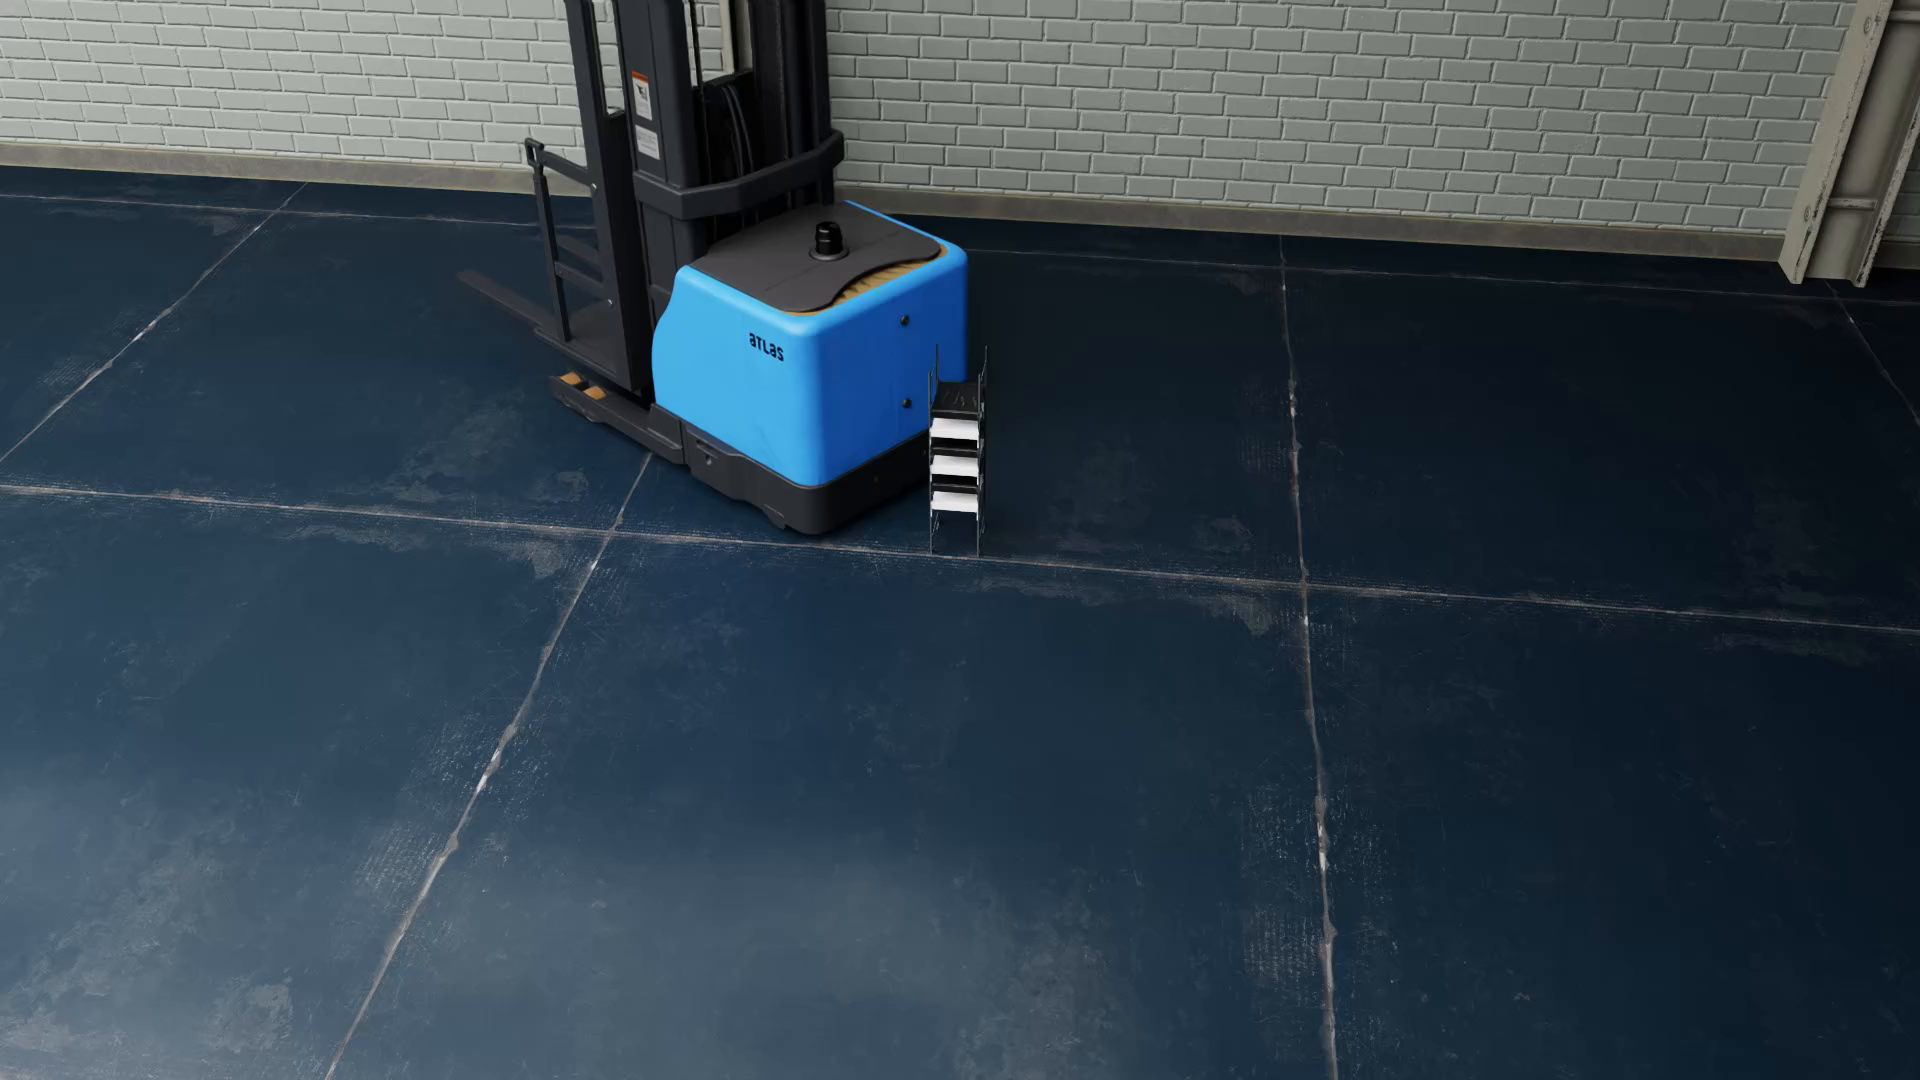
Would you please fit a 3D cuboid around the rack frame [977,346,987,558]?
[{"bbox_3d":[0.093,-0.359,6.979,0.006,0.900,0.240,4,36,6],"label":"rack frame"}]

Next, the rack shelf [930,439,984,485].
[{"bbox_3d":[-0.008,-0.340,7.009,0.200,0.077,0.258,4,36,6],"label":"rack shelf"}]

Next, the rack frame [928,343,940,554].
[{"bbox_3d":[-0.109,-0.374,7.000,0.006,0.900,0.240,4,36,6],"label":"rack frame"}]

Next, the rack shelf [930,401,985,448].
[{"bbox_3d":[-0.008,-0.486,6.904,0.200,0.077,0.258,4,36,6],"label":"rack shelf"}]

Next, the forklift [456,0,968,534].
[{"bbox_3d":[-1.361,-1.961,7.475,3.031,2.935,1.130,29,45,34],"label":"forklift"}]

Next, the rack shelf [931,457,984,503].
[{"bbox_3d":[-0.008,-0.266,7.061,0.200,0.077,0.258,4,36,6],"label":"rack shelf"}]

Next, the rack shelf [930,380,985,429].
[{"bbox_3d":[-0.008,-0.560,6.852,0.200,0.077,0.258,4,36,6],"label":"rack shelf"}]

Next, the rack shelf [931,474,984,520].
[{"bbox_3d":[-0.008,-0.193,7.113,0.200,0.077,0.258,4,36,6],"label":"rack shelf"}]

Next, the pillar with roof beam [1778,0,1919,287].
[{"bbox_3d":[4.294,-2.685,3.265,0.400,9.000,9.100,4,36,6],"label":"pillar with roof beam"}]

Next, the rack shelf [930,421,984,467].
[{"bbox_3d":[-0.008,-0.413,6.956,0.200,0.077,0.258,4,36,6],"label":"rack shelf"}]

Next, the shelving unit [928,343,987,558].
[{"bbox_3d":[-0.008,-0.367,6.989,0.210,0.900,0.258,4,36,6],"label":"shelving unit"}]

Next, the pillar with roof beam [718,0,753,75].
[{"bbox_3d":[-1.657,-3.129,3.887,0.400,9.000,9.100,4,36,6],"label":"pillar with roof beam"}]
